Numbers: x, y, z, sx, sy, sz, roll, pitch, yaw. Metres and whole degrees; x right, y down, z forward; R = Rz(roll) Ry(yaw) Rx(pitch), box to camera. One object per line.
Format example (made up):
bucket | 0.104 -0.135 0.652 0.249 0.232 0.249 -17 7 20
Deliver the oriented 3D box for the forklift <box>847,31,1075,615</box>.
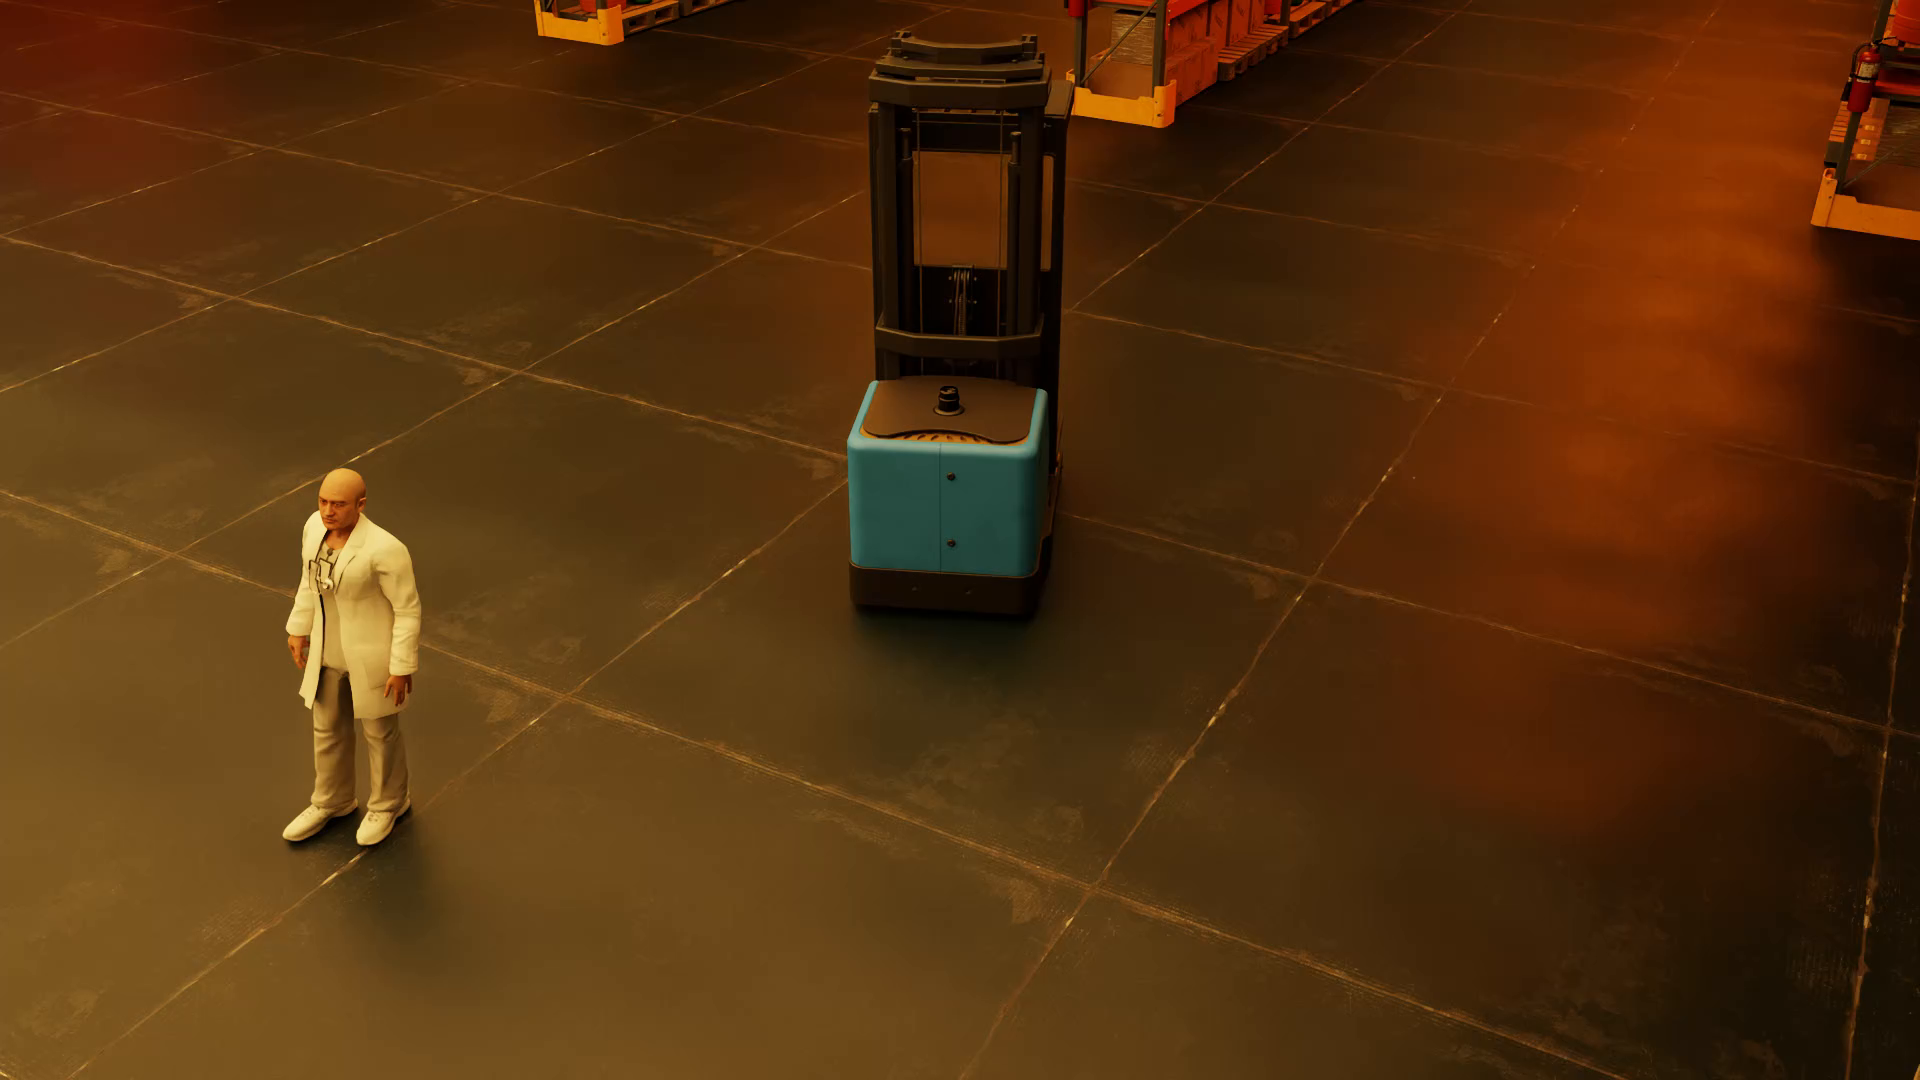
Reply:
forklift | 0.072 -1.572 9.794 1.130 2.935 3.031 3 30 6

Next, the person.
person | -2.696 0.546 7.264 0.695 1.776 0.582 13 32 21
